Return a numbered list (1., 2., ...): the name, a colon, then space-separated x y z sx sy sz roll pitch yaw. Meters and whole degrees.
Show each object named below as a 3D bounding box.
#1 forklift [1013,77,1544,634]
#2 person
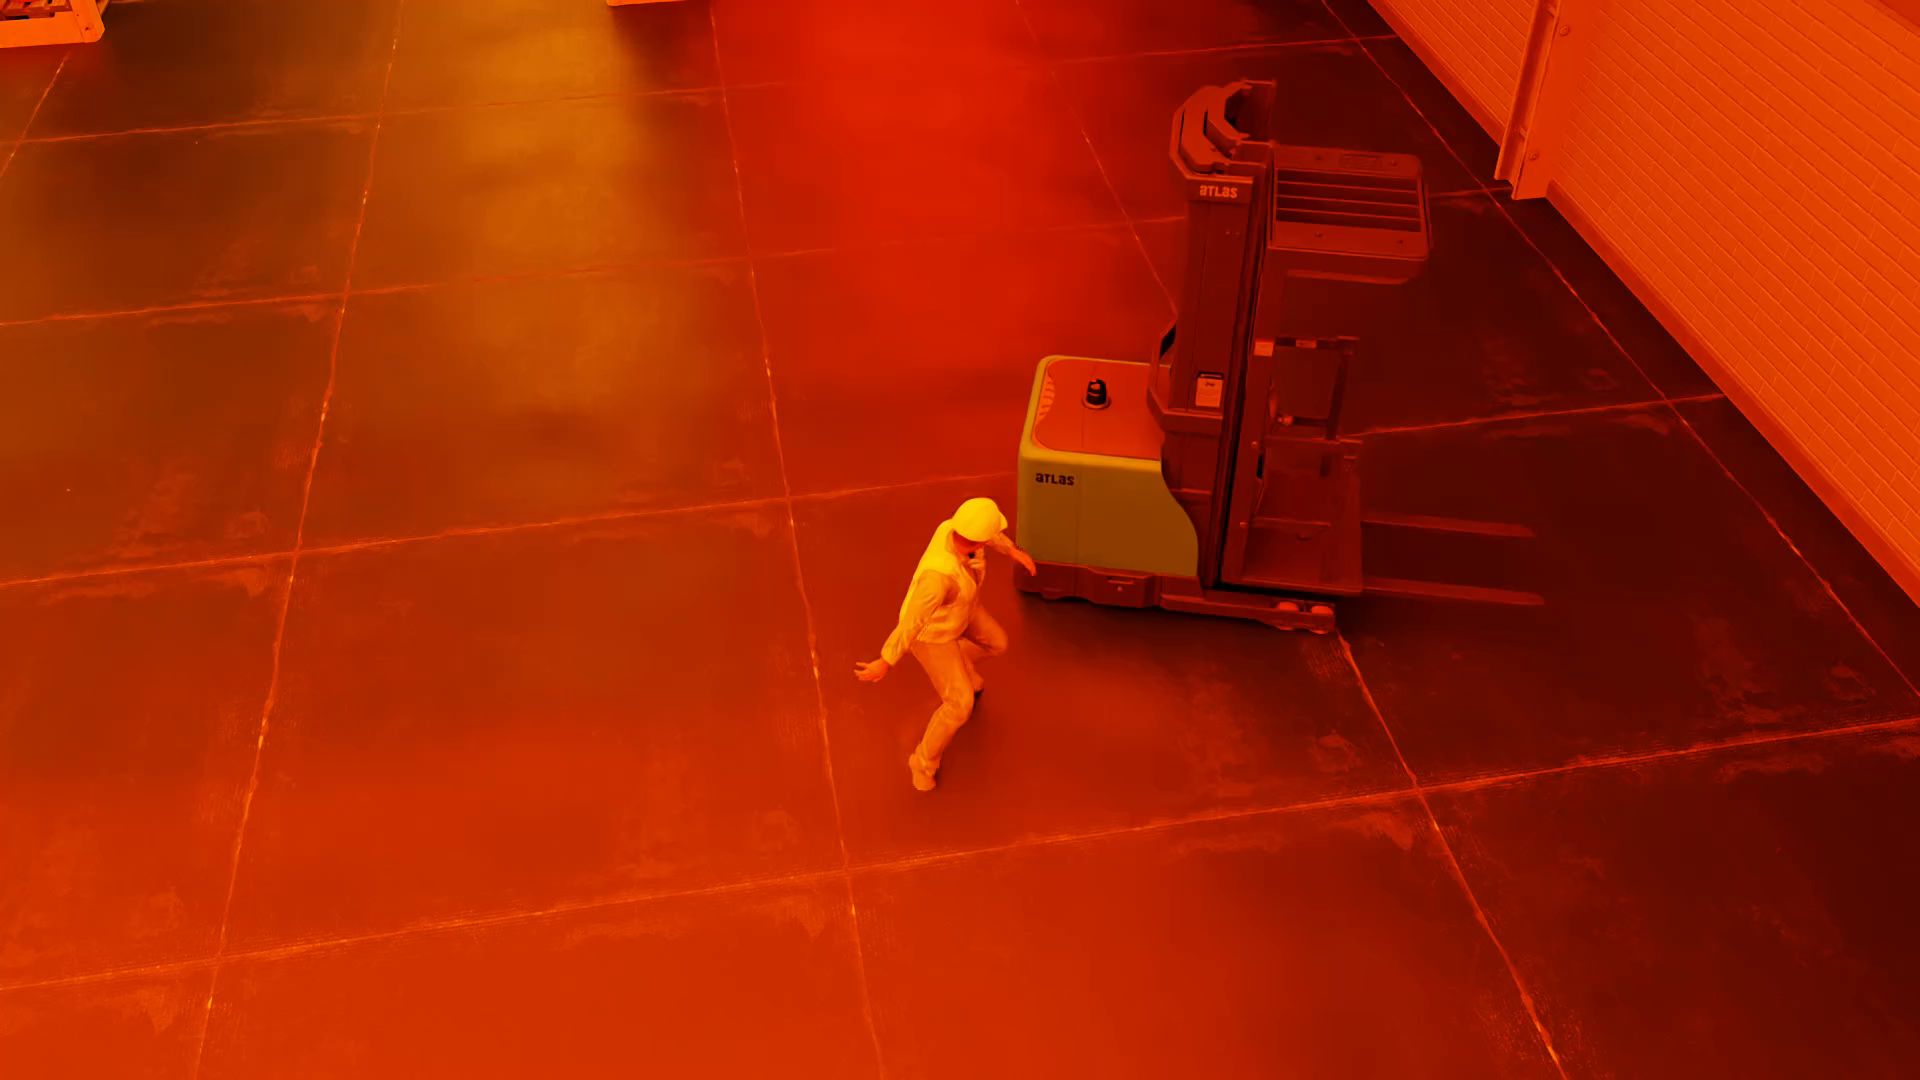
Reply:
1. forklift: 1.875 -0.948 9.073 3.031 2.935 1.130 6 41 7
2. person: -0.058 0.472 8.506 0.571 1.718 1.023 17 43 19
